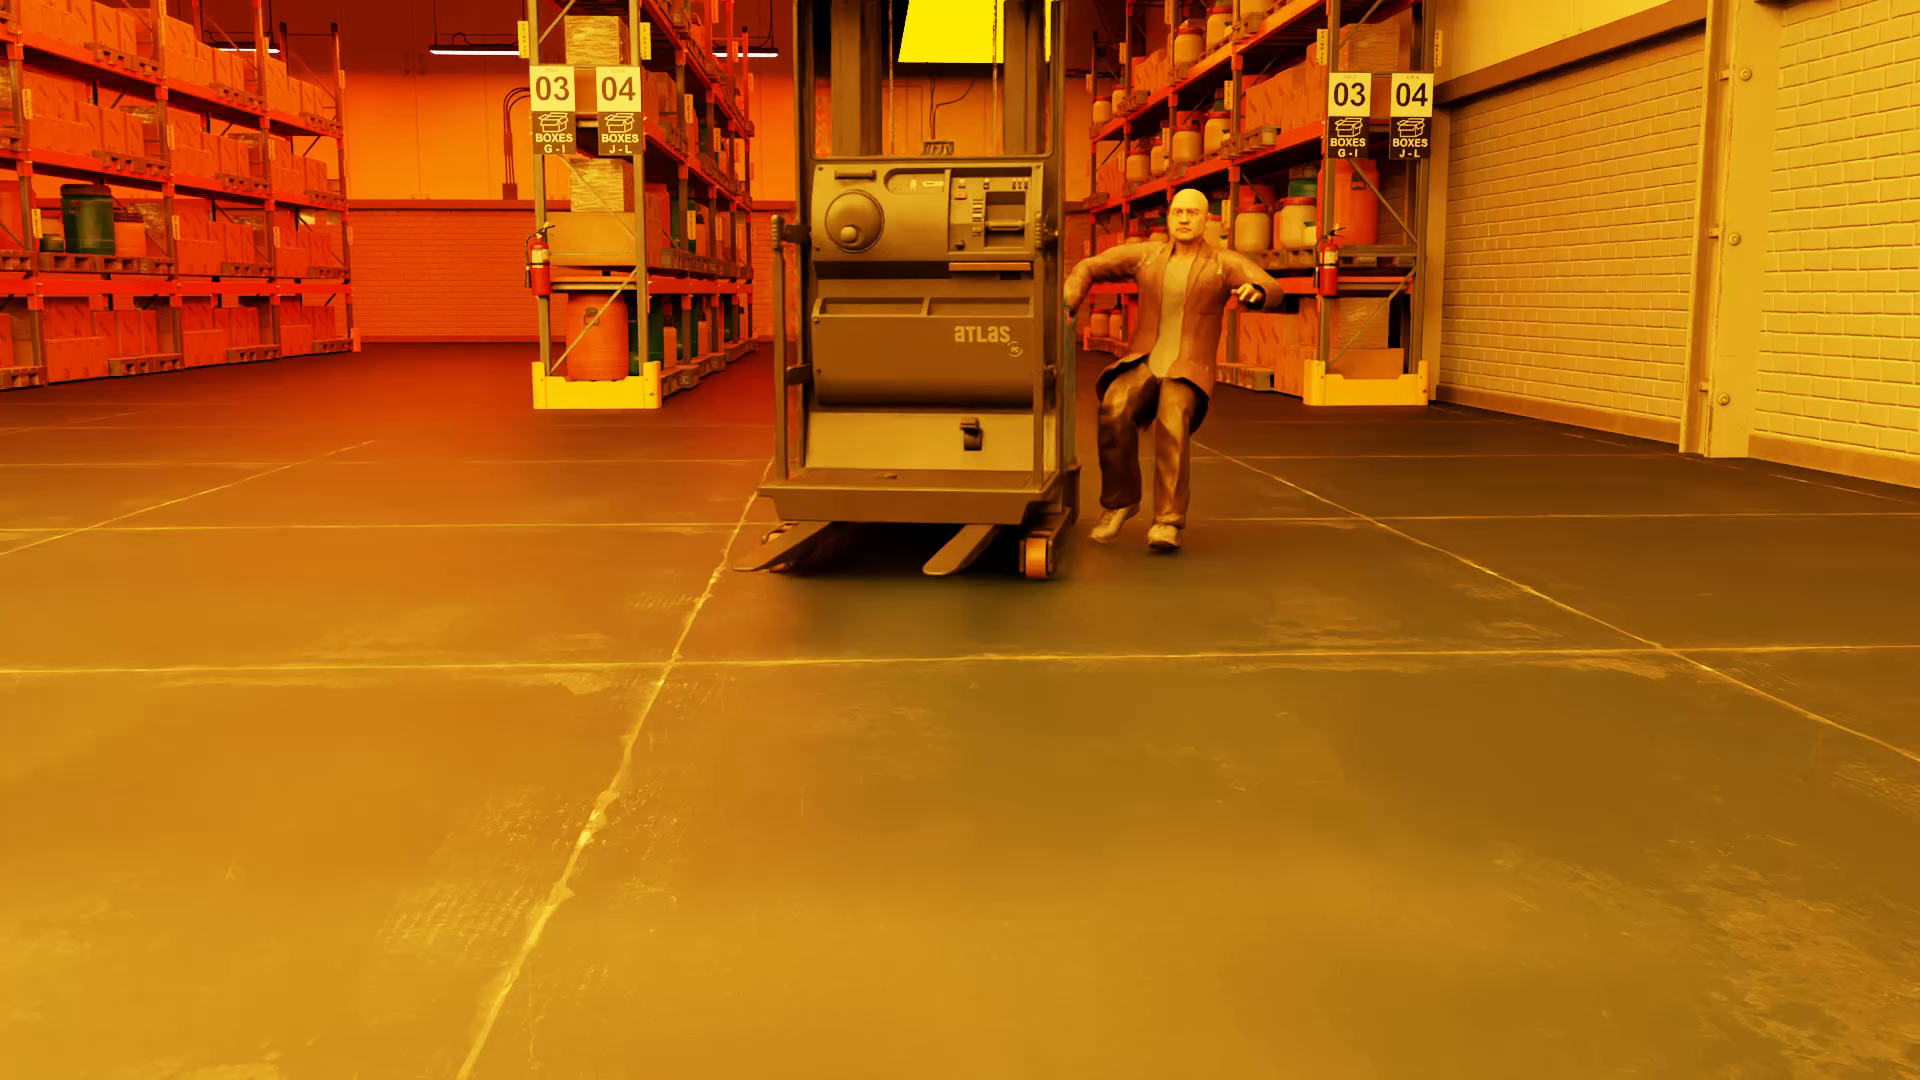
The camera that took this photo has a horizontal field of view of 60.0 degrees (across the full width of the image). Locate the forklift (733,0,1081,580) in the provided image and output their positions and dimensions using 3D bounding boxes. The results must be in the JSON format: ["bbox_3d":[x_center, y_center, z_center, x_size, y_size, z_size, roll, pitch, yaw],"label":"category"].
[{"bbox_3d":[-0.158,-1.352,6.436,1.130,2.935,3.031,1,9,8],"label":"forklift"}]

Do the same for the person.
[{"bbox_3d":[0.856,-0.749,7.178,1.037,1.537,0.913,2,9,13],"label":"person"}]
